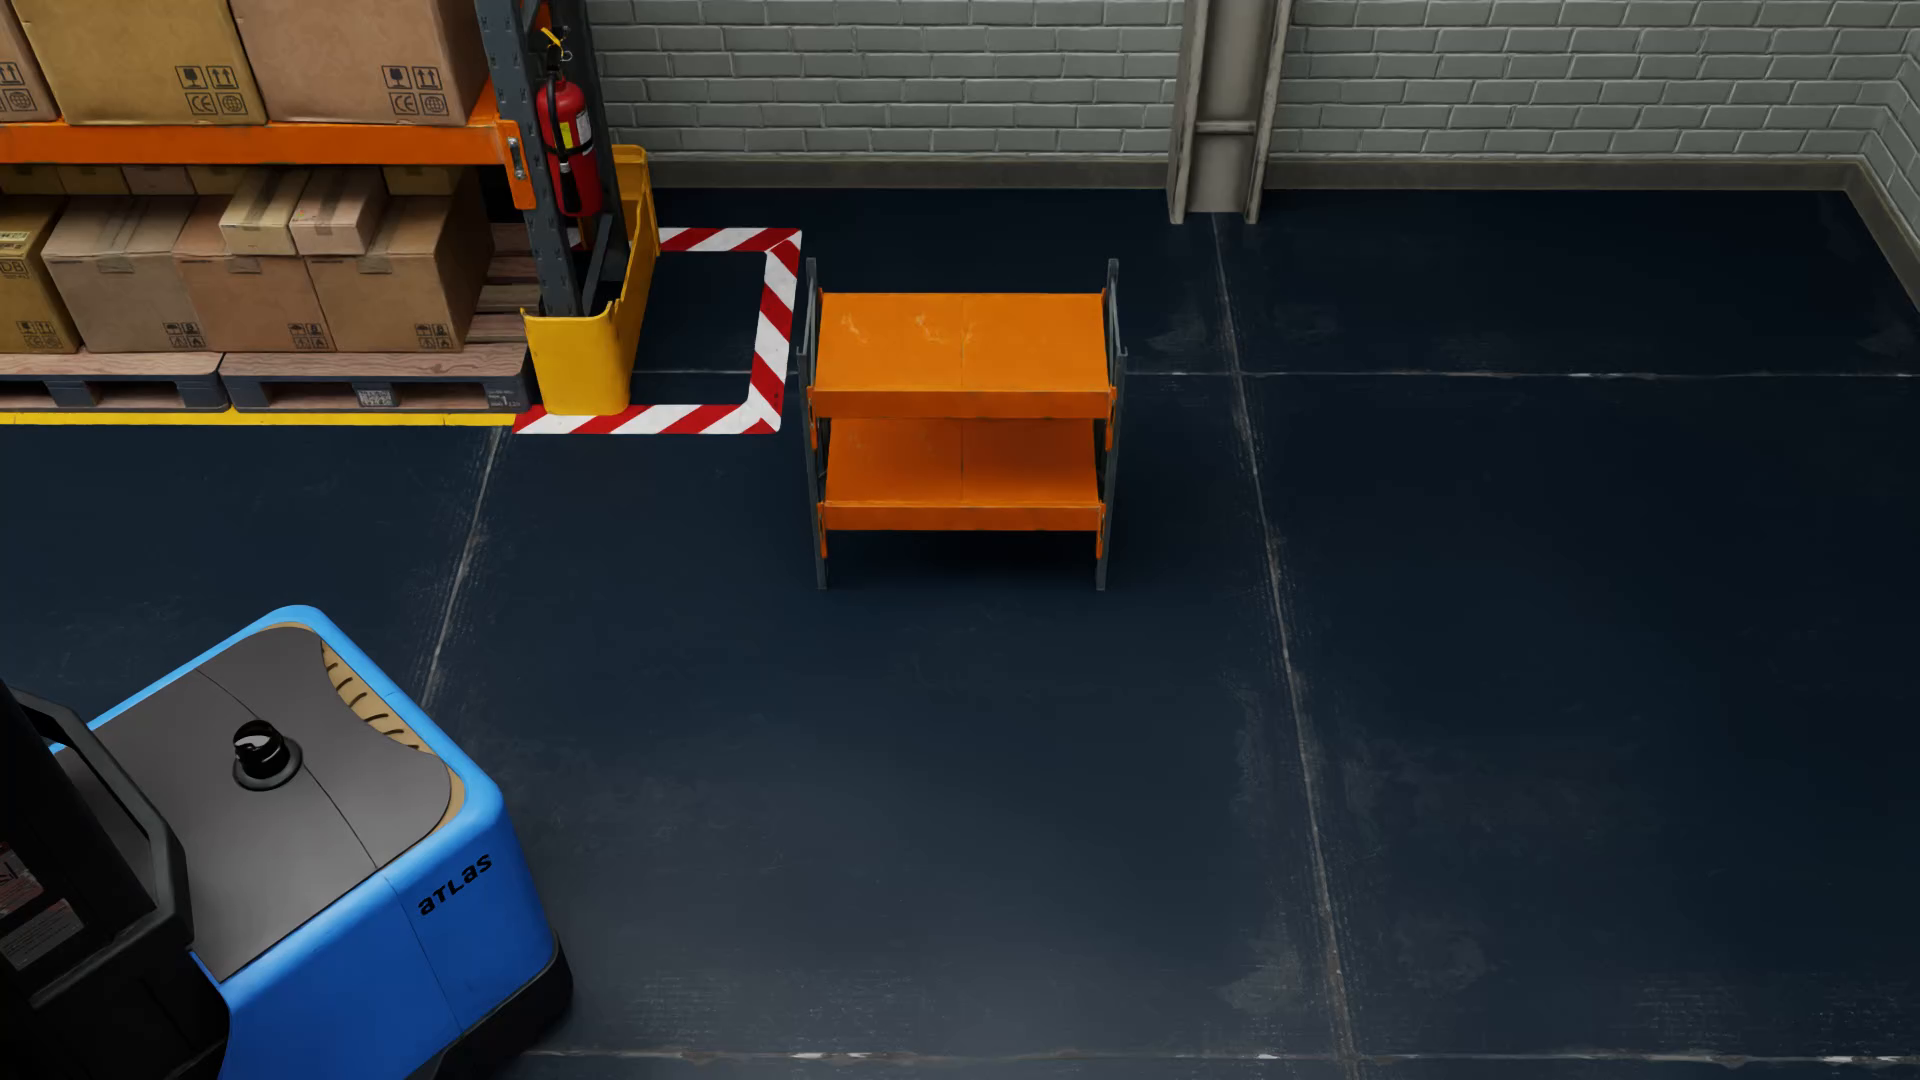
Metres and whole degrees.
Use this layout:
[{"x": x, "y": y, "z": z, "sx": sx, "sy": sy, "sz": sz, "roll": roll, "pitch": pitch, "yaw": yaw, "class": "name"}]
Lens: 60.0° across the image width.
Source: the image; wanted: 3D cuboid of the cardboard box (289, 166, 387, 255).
[{"x": -2.371, "y": -1.261, "z": 6.352, "sx": 0.250, "sy": 0.149, "sz": 0.380, "roll": 0, "pitch": 47, "yaw": 0, "class": "cardboard box"}]

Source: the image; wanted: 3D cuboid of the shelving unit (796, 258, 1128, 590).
[{"x": 0.007, "y": -0.383, "z": 5.838, "sx": 1.048, "sy": 1.125, "sz": 0.538, "roll": 0, "pitch": 47, "yaw": 0, "class": "shelving unit"}]

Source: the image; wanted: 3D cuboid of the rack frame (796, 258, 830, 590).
[{"x": -0.502, "y": -0.385, "z": 5.840, "sx": 0.032, "sy": 1.125, "sz": 0.500, "roll": 0, "pitch": 47, "yaw": 0, "class": "rack frame"}]

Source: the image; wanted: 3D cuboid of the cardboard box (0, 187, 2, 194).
[{"x": -3.895, "y": -1.543, "z": 6.615, "sx": 0.250, "sy": 0.149, "sz": 0.380, "roll": 1, "pitch": 47, "yaw": 1, "class": "cardboard box"}]

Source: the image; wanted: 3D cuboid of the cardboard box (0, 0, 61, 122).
[{"x": -3.541, "y": -2.052, "z": 5.905, "sx": 0.700, "sy": 0.700, "sz": 0.980, "roll": -2, "pitch": 47, "yaw": -2, "class": "cardboard box"}]

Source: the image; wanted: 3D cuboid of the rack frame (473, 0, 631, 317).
[{"x": -1.541, "y": -1.953, "z": 6.018, "sx": 0.127, "sy": 3.000, "sz": 1.000, "roll": 0, "pitch": 47, "yaw": 0, "class": "rack frame"}]

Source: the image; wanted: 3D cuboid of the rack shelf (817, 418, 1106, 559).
[{"x": 0.007, "y": -0.217, "z": 6.017, "sx": 1.000, "sy": 0.278, "sz": 0.538, "roll": 0, "pitch": 47, "yaw": 0, "class": "rack shelf"}]

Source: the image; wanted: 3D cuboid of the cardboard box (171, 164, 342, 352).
[{"x": -2.742, "y": -1.174, "z": 6.714, "sx": 0.500, "sy": 0.500, "sz": 0.700, "roll": 0, "pitch": 47, "yaw": 0, "class": "cardboard box"}]

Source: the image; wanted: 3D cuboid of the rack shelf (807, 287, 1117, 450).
[{"x": 0.007, "y": -0.583, "z": 5.624, "sx": 1.000, "sy": 0.278, "sz": 0.538, "roll": 0, "pitch": 47, "yaw": 0, "class": "rack shelf"}]

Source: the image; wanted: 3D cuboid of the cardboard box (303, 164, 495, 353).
[{"x": -2.242, "y": -1.173, "z": 6.713, "sx": 0.500, "sy": 0.500, "sz": 0.700, "roll": 0, "pitch": 47, "yaw": 0, "class": "cardboard box"}]

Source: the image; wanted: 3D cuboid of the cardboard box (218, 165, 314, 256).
[{"x": -2.626, "y": -1.261, "z": 6.352, "sx": 0.250, "sy": 0.149, "sz": 0.380, "roll": 1, "pitch": 47, "yaw": 1, "class": "cardboard box"}]

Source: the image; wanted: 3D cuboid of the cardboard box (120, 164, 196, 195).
[{"x": -3.127, "y": -1.542, "z": 6.614, "sx": 0.250, "sy": 0.149, "sz": 0.380, "roll": 1, "pitch": 47, "yaw": 1, "class": "cardboard box"}]

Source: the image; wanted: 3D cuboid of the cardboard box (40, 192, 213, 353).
[{"x": -3.245, "y": -1.175, "z": 6.715, "sx": 0.500, "sy": 0.500, "sz": 0.700, "roll": -1, "pitch": 47, "yaw": -1, "class": "cardboard box"}]

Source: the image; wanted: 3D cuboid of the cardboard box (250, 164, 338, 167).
[{"x": -2.622, "y": -1.541, "z": 6.612, "sx": 0.250, "sy": 0.149, "sz": 0.380, "roll": 0, "pitch": 47, "yaw": 0, "class": "cardboard box"}]

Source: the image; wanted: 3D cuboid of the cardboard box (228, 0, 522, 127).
[{"x": -2.051, "y": -2.049, "z": 5.903, "sx": 0.700, "sy": 0.700, "sz": 0.980, "roll": 2, "pitch": 47, "yaw": 2, "class": "cardboard box"}]

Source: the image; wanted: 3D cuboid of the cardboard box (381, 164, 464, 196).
[{"x": -2.116, "y": -1.540, "z": 6.612, "sx": 0.250, "sy": 0.149, "sz": 0.380, "roll": 0, "pitch": 47, "yaw": 0, "class": "cardboard box"}]

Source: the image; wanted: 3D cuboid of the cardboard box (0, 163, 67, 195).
[{"x": -3.637, "y": -1.543, "z": 6.615, "sx": 0.250, "sy": 0.149, "sz": 0.380, "roll": -1, "pitch": 47, "yaw": -1, "class": "cardboard box"}]

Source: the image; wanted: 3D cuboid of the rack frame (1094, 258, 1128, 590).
[{"x": 0.515, "y": -0.382, "z": 5.837, "sx": 0.032, "sy": 1.125, "sz": 0.500, "roll": 0, "pitch": 47, "yaw": 0, "class": "rack frame"}]

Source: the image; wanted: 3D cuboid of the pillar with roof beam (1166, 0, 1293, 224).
[{"x": 1.146, "y": -1.471, "z": 1.472, "sx": 0.400, "sy": 9.000, "sz": 9.100, "roll": 0, "pitch": 47, "yaw": 0, "class": "pillar with roof beam"}]

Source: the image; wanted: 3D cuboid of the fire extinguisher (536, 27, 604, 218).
[{"x": -1.392, "y": -1.461, "z": 5.868, "sx": 0.183, "sy": 0.674, "sz": 0.296, "roll": 0, "pitch": 47, "yaw": 0, "class": "fire extinguisher"}]

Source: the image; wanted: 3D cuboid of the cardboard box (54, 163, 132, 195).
[{"x": -3.384, "y": -1.542, "z": 6.614, "sx": 0.250, "sy": 0.149, "sz": 0.380, "roll": 1, "pitch": 47, "yaw": 1, "class": "cardboard box"}]

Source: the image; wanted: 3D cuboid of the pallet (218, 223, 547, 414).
[{"x": -2.341, "y": -0.947, "z": 6.988, "sx": 1.213, "sy": 0.211, "sz": 1.003, "roll": 0, "pitch": 47, "yaw": 0, "class": "pallet"}]

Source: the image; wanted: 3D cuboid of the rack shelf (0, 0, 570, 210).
[{"x": -3.541, "y": -1.713, "z": 6.287, "sx": 4.000, "sy": 0.370, "sz": 1.077, "roll": 0, "pitch": 47, "yaw": 0, "class": "rack shelf"}]

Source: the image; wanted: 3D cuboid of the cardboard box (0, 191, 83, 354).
[{"x": -3.778, "y": -1.171, "z": 6.712, "sx": 0.500, "sy": 0.500, "sz": 0.700, "roll": 1, "pitch": 47, "yaw": 1, "class": "cardboard box"}]

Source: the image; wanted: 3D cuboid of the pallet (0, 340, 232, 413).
[{"x": -3.558, "y": -0.953, "z": 6.993, "sx": 1.213, "sy": 0.211, "sz": 1.003, "roll": 0, "pitch": 47, "yaw": 0, "class": "pallet"}]

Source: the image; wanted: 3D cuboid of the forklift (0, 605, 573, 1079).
[{"x": -2.531, "y": 0.907, "z": 3.404, "sx": 1.130, "sy": 2.935, "sz": 3.031, "roll": 35, "pitch": 56, "yaw": 28, "class": "forklift"}]

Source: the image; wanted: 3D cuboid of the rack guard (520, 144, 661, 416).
[{"x": -1.517, "y": -1.101, "z": 6.933, "sx": 0.348, "sy": 0.500, "sz": 1.175, "roll": 0, "pitch": 47, "yaw": 0, "class": "rack guard"}]

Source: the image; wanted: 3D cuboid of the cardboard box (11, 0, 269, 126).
[{"x": -2.779, "y": -2.043, "z": 5.897, "sx": 0.700, "sy": 0.700, "sz": 0.980, "roll": 0, "pitch": 47, "yaw": 0, "class": "cardboard box"}]

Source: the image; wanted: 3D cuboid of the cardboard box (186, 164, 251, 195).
[{"x": -2.873, "y": -1.542, "z": 6.613, "sx": 0.250, "sy": 0.149, "sz": 0.380, "roll": 1, "pitch": 47, "yaw": 0, "class": "cardboard box"}]
